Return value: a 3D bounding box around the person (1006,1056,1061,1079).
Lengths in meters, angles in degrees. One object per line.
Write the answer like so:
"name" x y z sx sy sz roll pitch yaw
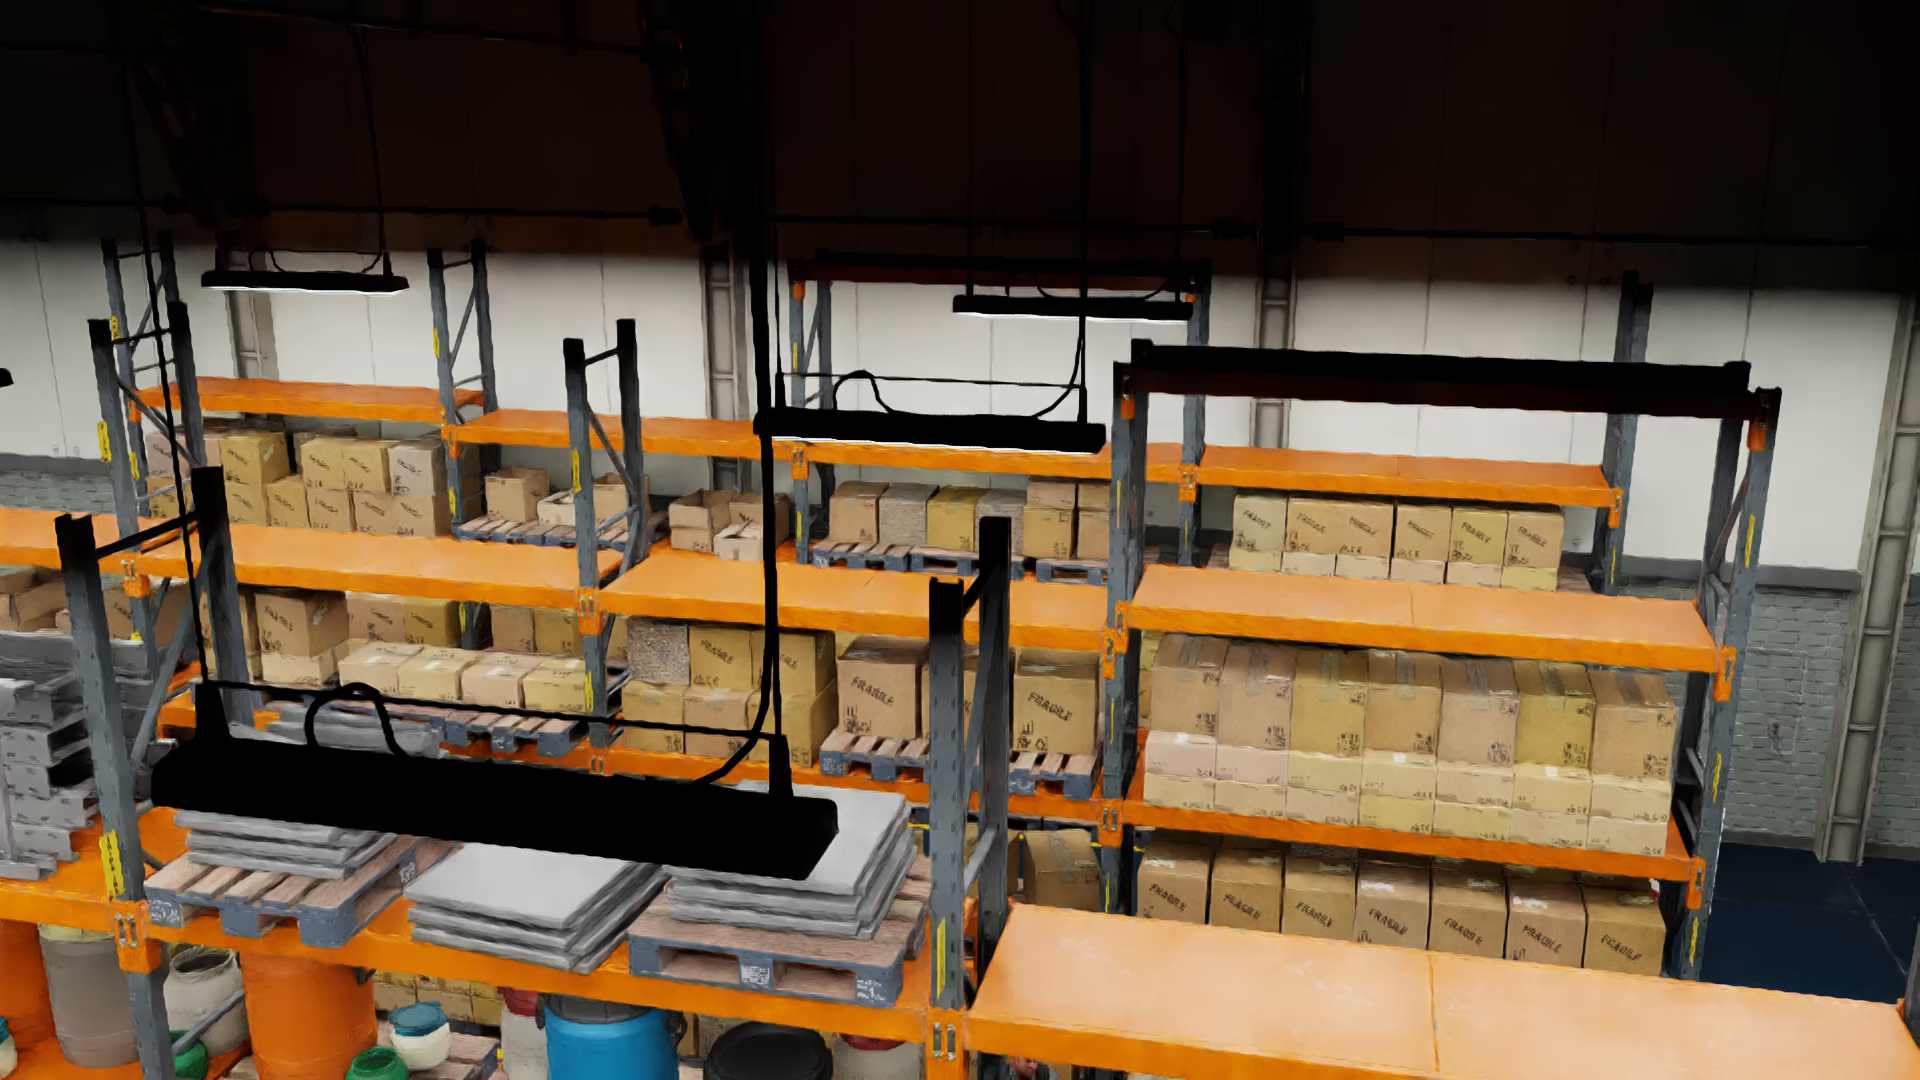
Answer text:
"person" 0.468 4.121 11.160 0.709 1.719 0.540 -1 16 -3

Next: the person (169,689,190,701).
"person" -8.286 2.193 18.199 0.956 1.514 0.656 2 16 8
